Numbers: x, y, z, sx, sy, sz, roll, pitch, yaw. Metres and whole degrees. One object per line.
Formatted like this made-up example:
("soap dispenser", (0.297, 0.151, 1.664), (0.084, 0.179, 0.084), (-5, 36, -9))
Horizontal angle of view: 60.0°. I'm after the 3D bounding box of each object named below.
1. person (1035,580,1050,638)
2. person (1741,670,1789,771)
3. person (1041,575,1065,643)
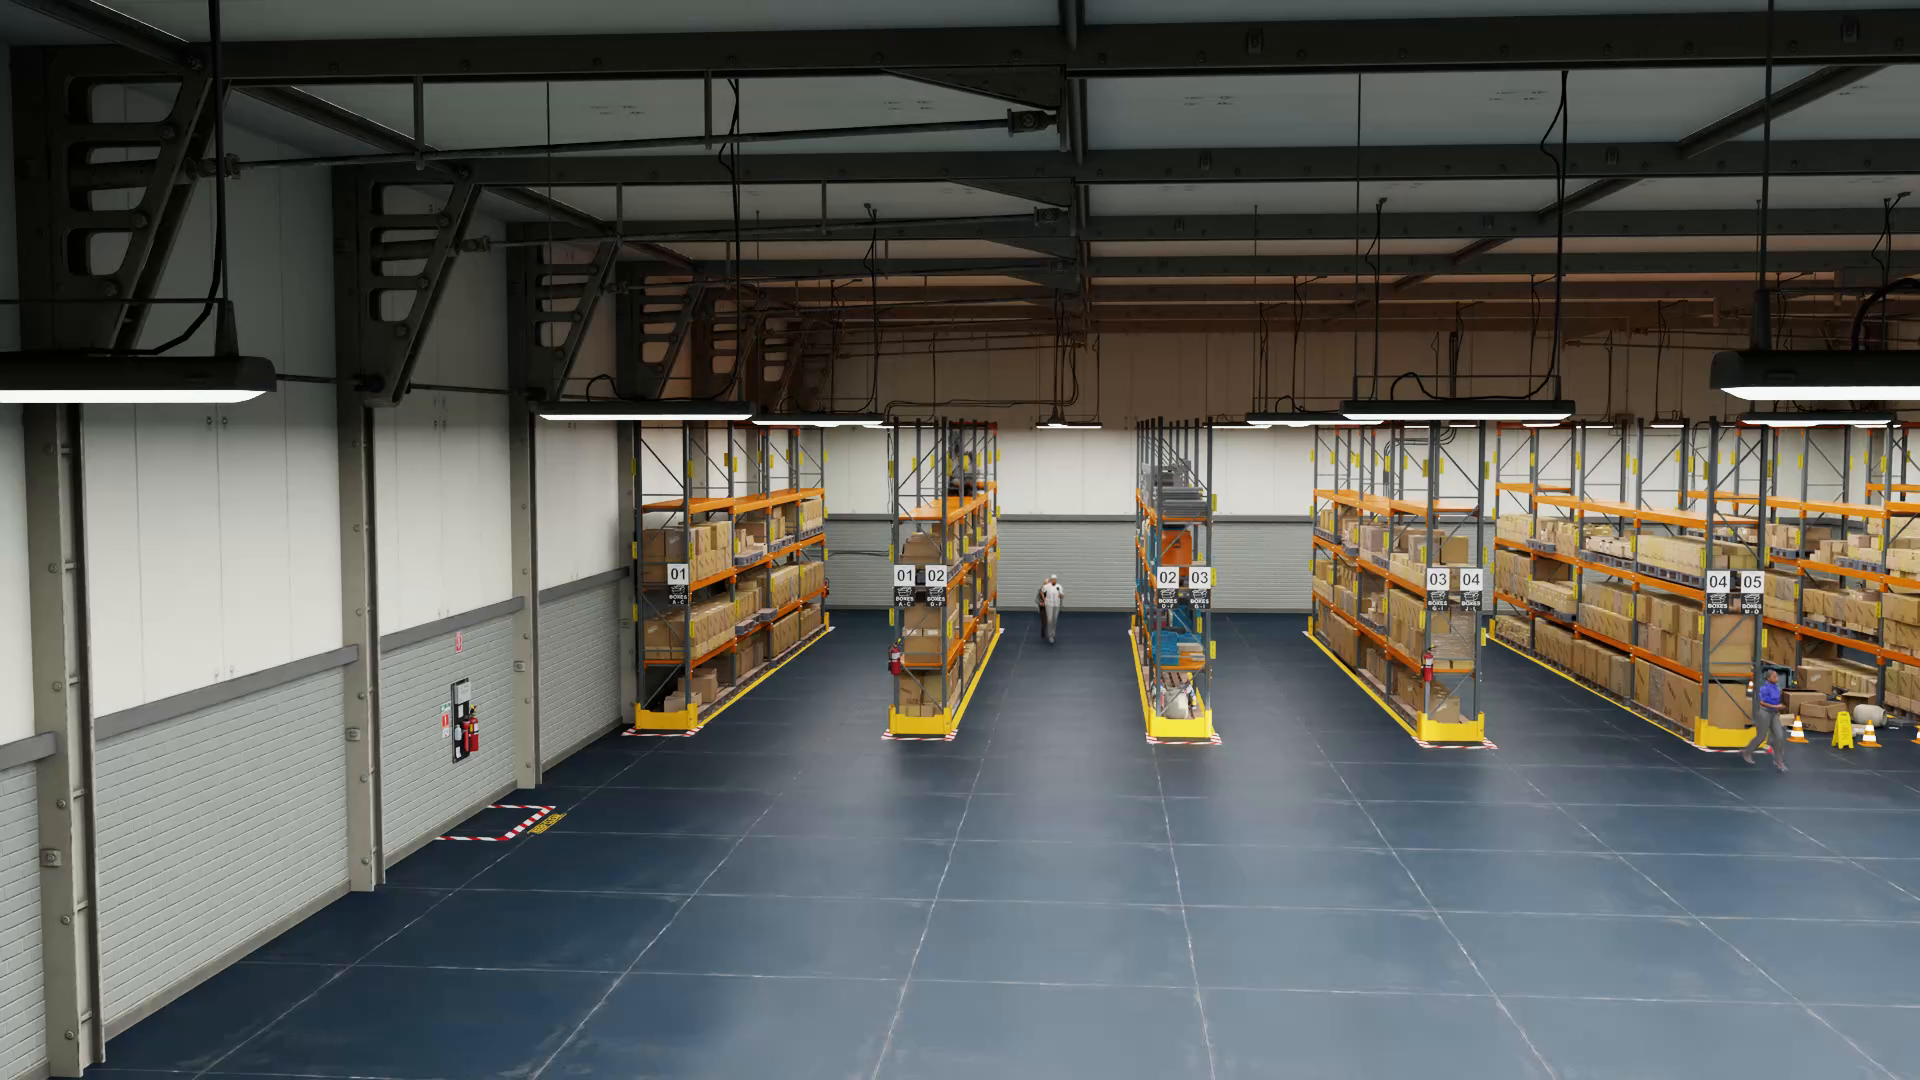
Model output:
("person", (2.362, 1.880, 45.151), (0.655, 1.627, 0.970), (0, 4, -6))
("person", (13.737, 3.053, 28.320), (0.593, 1.717, 0.770), (-2, 4, -32))
("person", (2.456, 1.788, 43.804), (0.589, 1.754, 0.730), (-1, 4, -11))
